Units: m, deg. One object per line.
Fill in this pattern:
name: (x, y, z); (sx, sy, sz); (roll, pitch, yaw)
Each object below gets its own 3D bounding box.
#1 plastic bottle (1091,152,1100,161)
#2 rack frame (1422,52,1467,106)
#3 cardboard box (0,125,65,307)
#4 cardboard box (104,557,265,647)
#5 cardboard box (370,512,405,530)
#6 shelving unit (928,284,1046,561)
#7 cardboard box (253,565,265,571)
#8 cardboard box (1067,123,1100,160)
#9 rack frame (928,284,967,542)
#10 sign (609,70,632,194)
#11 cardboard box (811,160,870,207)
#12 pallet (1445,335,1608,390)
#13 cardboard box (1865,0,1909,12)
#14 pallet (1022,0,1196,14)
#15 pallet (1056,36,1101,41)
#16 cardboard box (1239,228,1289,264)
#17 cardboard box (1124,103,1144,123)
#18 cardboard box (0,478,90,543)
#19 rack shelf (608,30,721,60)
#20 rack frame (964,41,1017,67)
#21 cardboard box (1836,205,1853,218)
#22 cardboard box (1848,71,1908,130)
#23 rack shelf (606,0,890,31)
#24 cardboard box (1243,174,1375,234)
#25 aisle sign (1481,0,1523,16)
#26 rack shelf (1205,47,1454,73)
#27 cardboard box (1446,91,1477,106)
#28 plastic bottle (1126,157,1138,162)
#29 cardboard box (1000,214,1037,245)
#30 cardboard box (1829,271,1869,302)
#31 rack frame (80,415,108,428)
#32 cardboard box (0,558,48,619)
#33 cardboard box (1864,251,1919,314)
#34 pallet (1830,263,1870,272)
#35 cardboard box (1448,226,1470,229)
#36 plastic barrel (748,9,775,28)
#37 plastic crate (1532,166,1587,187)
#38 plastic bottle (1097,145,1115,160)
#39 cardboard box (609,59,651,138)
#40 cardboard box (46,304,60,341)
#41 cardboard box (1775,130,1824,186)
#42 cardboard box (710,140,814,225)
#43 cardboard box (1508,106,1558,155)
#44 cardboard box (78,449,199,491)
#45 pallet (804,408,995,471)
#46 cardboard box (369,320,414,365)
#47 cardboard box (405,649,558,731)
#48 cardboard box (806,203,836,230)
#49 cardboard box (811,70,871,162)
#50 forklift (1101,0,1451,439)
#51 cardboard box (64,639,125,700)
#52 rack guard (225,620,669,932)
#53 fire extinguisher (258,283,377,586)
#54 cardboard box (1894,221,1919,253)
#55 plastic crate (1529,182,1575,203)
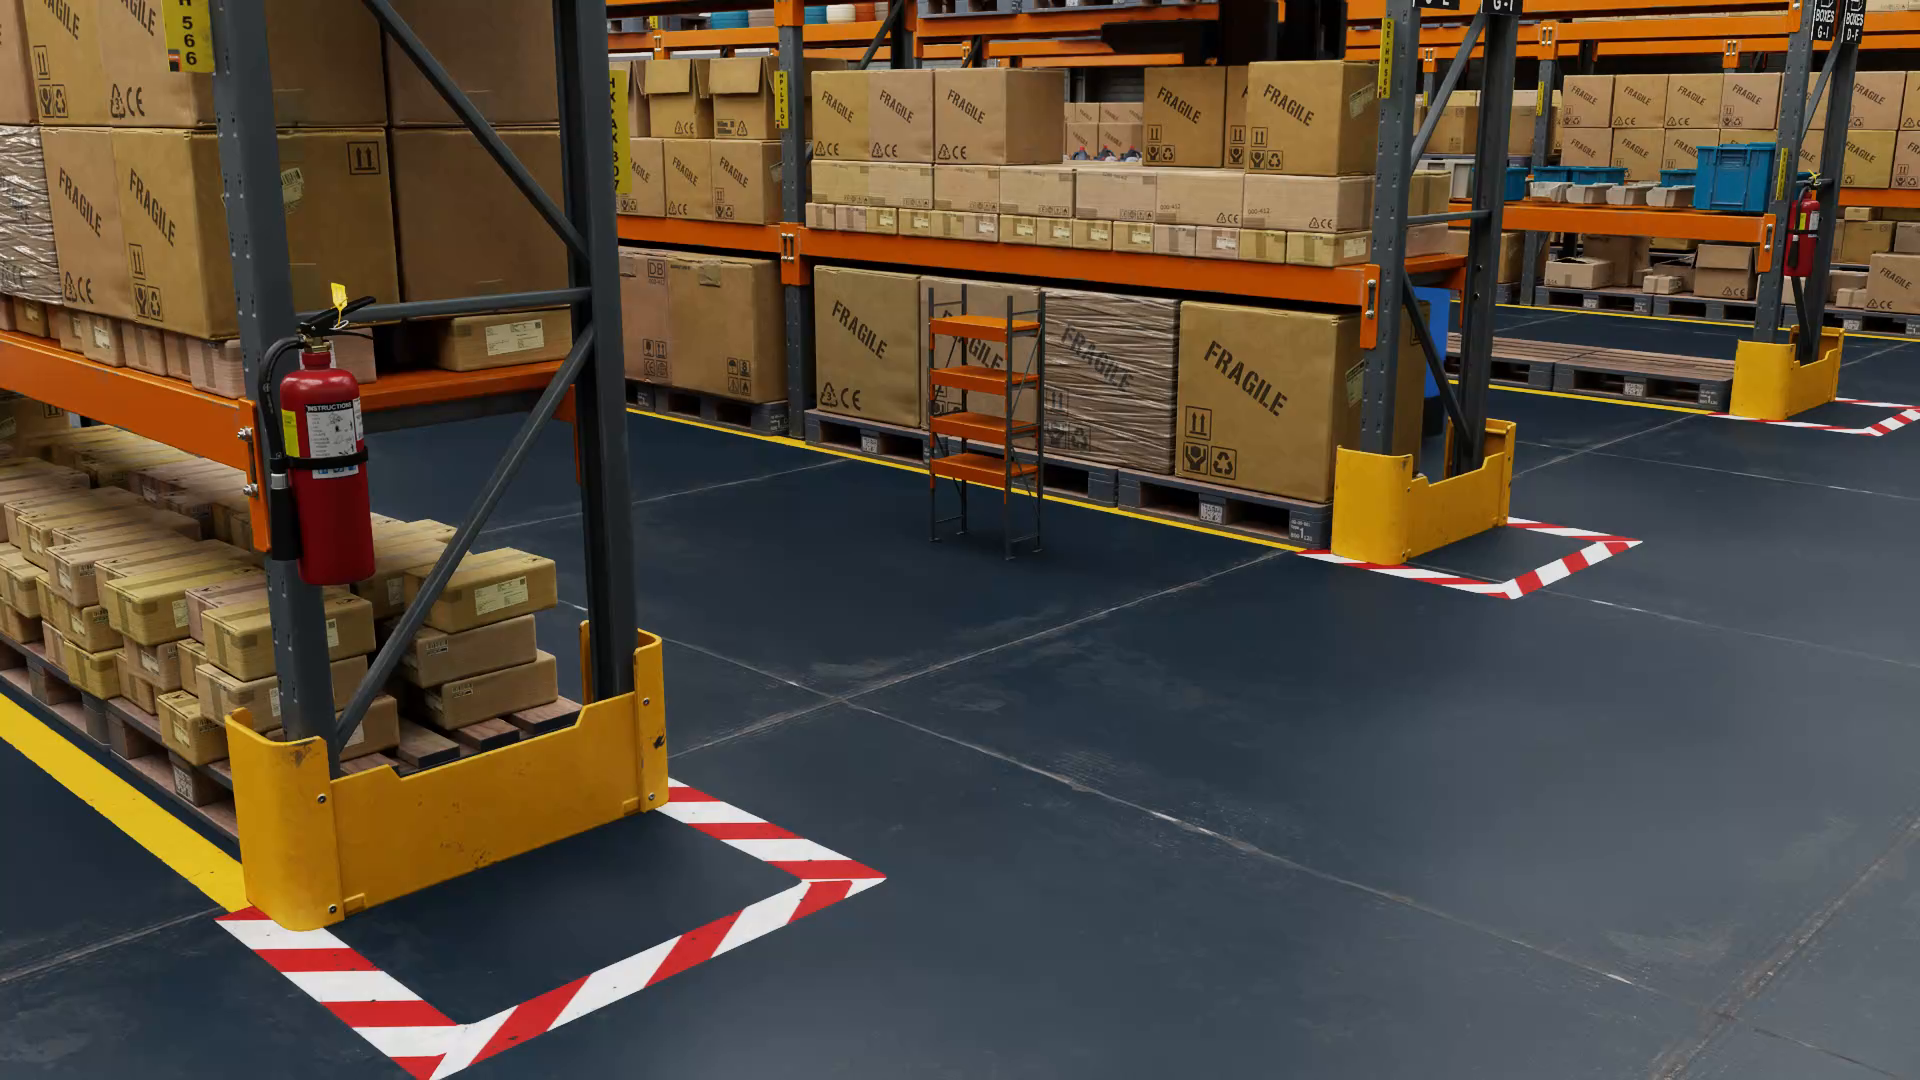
plastic bottle: (1.290, -3.518, 15.716); (0.133, 0.283, 0.061); (14, 20, 42)
rack frame: (6.756, -5.566, 23.345); (0.127, 3.000, 1.000); (14, 20, 42)
cardboard box: (-2.555, -0.988, 4.988); (0.500, 0.500, 0.500); (14, 20, 42)
cardboard box: (-2.287, 0.179, 4.937); (0.250, 0.149, 0.380); (13, 20, 41)
cardboard box: (-2.066, 0.027, 5.521); (0.250, 0.149, 0.380); (12, 19, 40)
shelving unit: (0.119, -0.552, 7.670); (0.503, 1.200, 0.258); (14, 20, 42)
cardboard box: (-2.275, 0.129, 5.718); (0.250, 0.149, 0.380); (12, 19, 40)
cardboard box: (1.722, -5.097, 21.348); (0.500, 0.500, 0.500); (14, 20, 42)
rack frame: (-0.056, -0.594, 7.833); (0.015, 1.200, 0.240); (14, 20, 42)
sign: (-0.938, -1.104, 4.502); (0.005, 0.325, 0.100); (14, 20, 42)
cardboard box: (-0.522, -2.110, 9.790); (0.500, 0.250, 0.500); (13, 20, 41)
pallet: (4.198, -1.383, 12.822); (1.213, 0.211, 1.003); (14, 20, 42)
cardboard box: (8.174, -4.777, 14.664); (0.500, 0.250, 0.500); (14, 20, 42)
pallet: (1.309, -4.745, 14.621); (1.213, 0.211, 1.003); (14, 20, 42)
pallet: (1.963, -6.324, 20.680); (1.003, 0.211, 1.213); (-13, 20, -42)
cardboard box: (1.528, -1.395, 7.835); (0.250, 0.149, 0.380); (14, 20, 43)
cardboard box: (2.959, -6.679, 26.387); (0.500, 0.500, 0.500); (14, 20, 42)
cardboard box: (-3.386, -0.105, 6.026); (0.380, 0.149, 0.250); (-14, 20, -43)
rack shelf: (-4.439, -5.921, 20.186); (4.000, 0.370, 1.077); (14, 20, 42)
rack frame: (0.441, -5.366, 22.578); (0.127, 3.000, 1.000); (14, 20, 42)
cardboard box: (10.707, -3.948, 19.972); (0.250, 0.149, 0.380); (13, 19, 40)
cardboard box: (8.204, -3.915, 14.826); (0.500, 0.500, 0.500); (-14, 20, -43)
rack shelf: (-2.118, -3.622, 11.362); (4.000, 0.370, 1.077); (14, 20, 42)
cardboard box: (1.668, -1.577, 7.742); (0.500, 0.250, 0.500); (13, 20, 41)
aisle sign: (2.461, -2.769, 7.453); (0.004, 0.787, 0.394); (14, 20, 42)
rack shelf: (5.317, -7.020, 24.401); (4.000, 0.370, 1.077); (14, 20, 42)
cardboard box: (6.925, -6.000, 22.694); (0.500, 0.250, 0.500); (-14, 20, -43)
plastic bottle: (1.528, -3.194, 14.487); (0.135, 0.276, 0.152); (14, 20, 42)
cardboard box: (0.427, -1.663, 8.862); (0.250, 0.149, 0.380); (13, 19, 41)
cardboard box: (8.525, -2.383, 15.708); (0.500, 0.250, 0.500); (14, 20, 42)
rack frame: (-4.194, -1.286, 6.919); (0.127, 3.000, 1.000); (14, 20, 42)
cardboard box: (-3.039, 0.135, 5.695); (0.250, 0.149, 0.380); (14, 20, 43)
cardboard box: (8.517, -2.320, 14.972); (0.500, 0.500, 0.500); (14, 20, 42)
pallet: (11.011, -3.156, 19.625); (1.213, 0.211, 1.003); (14, 20, 42)
cardboard box: (5.629, -3.190, 18.310); (0.500, 0.500, 0.500); (14, 20, 43)
plastic barrel: (-2.012, -5.998, 18.059); (0.600, 0.901, 0.600); (0, 15, 0)
plastic crate: (4.526, -2.702, 12.565); (0.300, 0.233, 0.416); (14, 20, 42)
plastic bottle: (1.376, -3.515, 15.572); (0.185, 0.351, 0.144); (14, 20, 42)
cardboard box: (-2.088, -3.041, 11.466); (0.797, 0.503, 0.637); (-14, 20, -42)
cardboard box: (-2.612, -0.712, 5.213); (0.250, 0.149, 0.380); (13, 19, 40)
cardboard box: (7.837, -3.522, 15.302); (0.500, 0.500, 0.500); (14, 20, 43)
cardboard box: (-1.205, -2.249, 10.418); (0.500, 0.500, 0.500); (14, 20, 42)
cardboard box: (6.014, -4.341, 17.613); (0.500, 0.500, 0.700); (7, 16, 24)
cardboard box: (-3.229, -0.243, 6.558); (0.380, 0.149, 0.250); (-14, 20, -42)
pallet: (-0.185, -0.672, 10.093); (1.213, 0.211, 1.003); (14, 20, 42)
cardboard box: (-1.532, -0.618, 4.852); (0.380, 0.149, 0.250); (-14, 20, -42)
cardboard box: (-1.469, 0.440, 5.114); (0.380, 0.149, 0.250); (-14, 20, -43)
cardboard box: (-0.696, -1.935, 9.908); (0.250, 0.149, 0.380); (14, 20, 42)
cardboard box: (-0.511, -2.473, 9.694); (0.500, 0.500, 0.500); (14, 20, 42)
forklift: (1.553, -2.187, 10.511); (3.031, 2.935, 1.130); (14, 20, 43)
cardboard box: (-2.638, 0.373, 5.371); (0.250, 0.149, 0.380); (13, 19, 40)
rack guard: (-1.369, 0.610, 4.599); (0.348, 0.500, 1.175); (14, 20, 42)
fire extinguisher: (-1.454, -0.240, 3.799); (0.183, 0.674, 0.296); (14, 20, 42)
cardboard box: (11.219, -3.439, 19.308); (0.500, 0.500, 0.700); (13, 19, 40)
plastic crate: (4.284, -2.525, 12.078); (0.250, 0.136, 0.298); (14, 20, 42)
